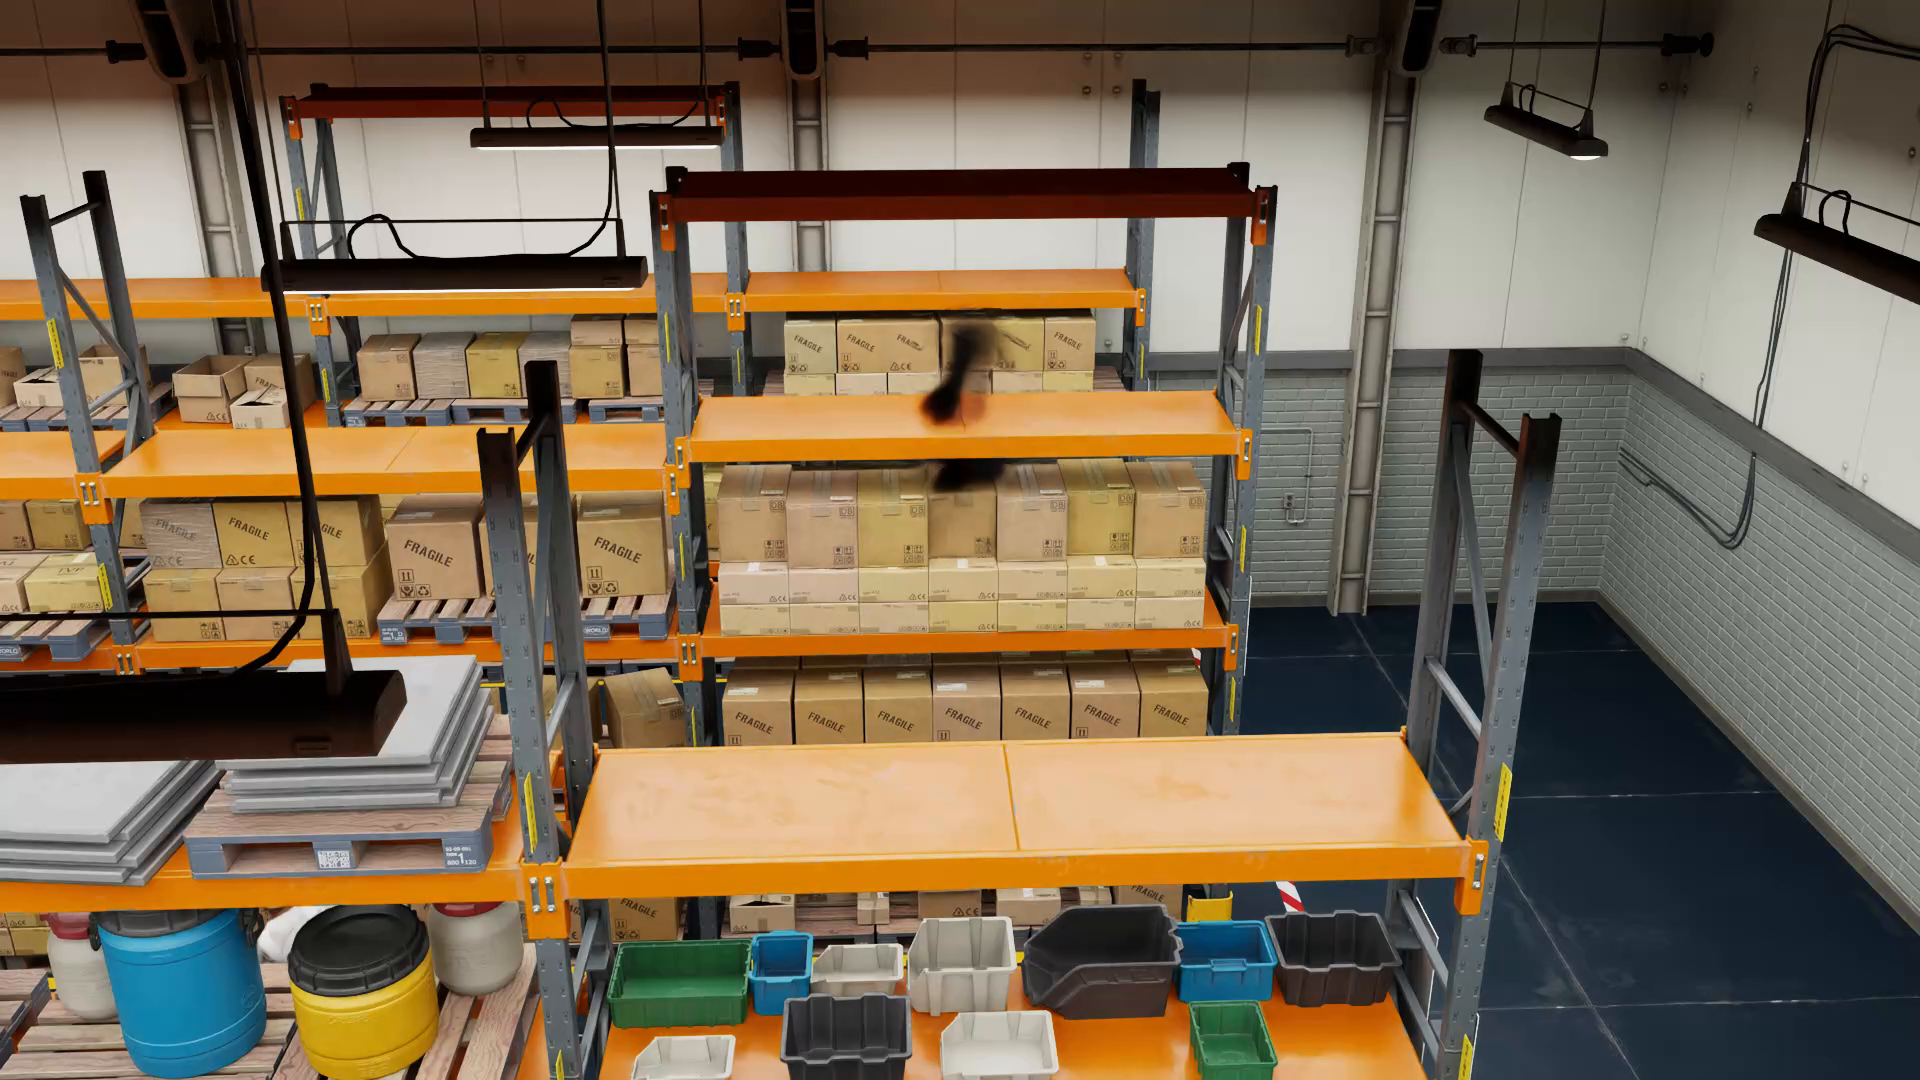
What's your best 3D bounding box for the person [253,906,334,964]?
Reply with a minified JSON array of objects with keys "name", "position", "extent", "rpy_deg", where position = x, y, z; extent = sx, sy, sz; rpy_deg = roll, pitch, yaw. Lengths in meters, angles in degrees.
[{"name":"person","position":[-4.458,3.000,11.462],"extent":[0.726,1.677,0.830],"rpy_deg":[9,24,21]}]
